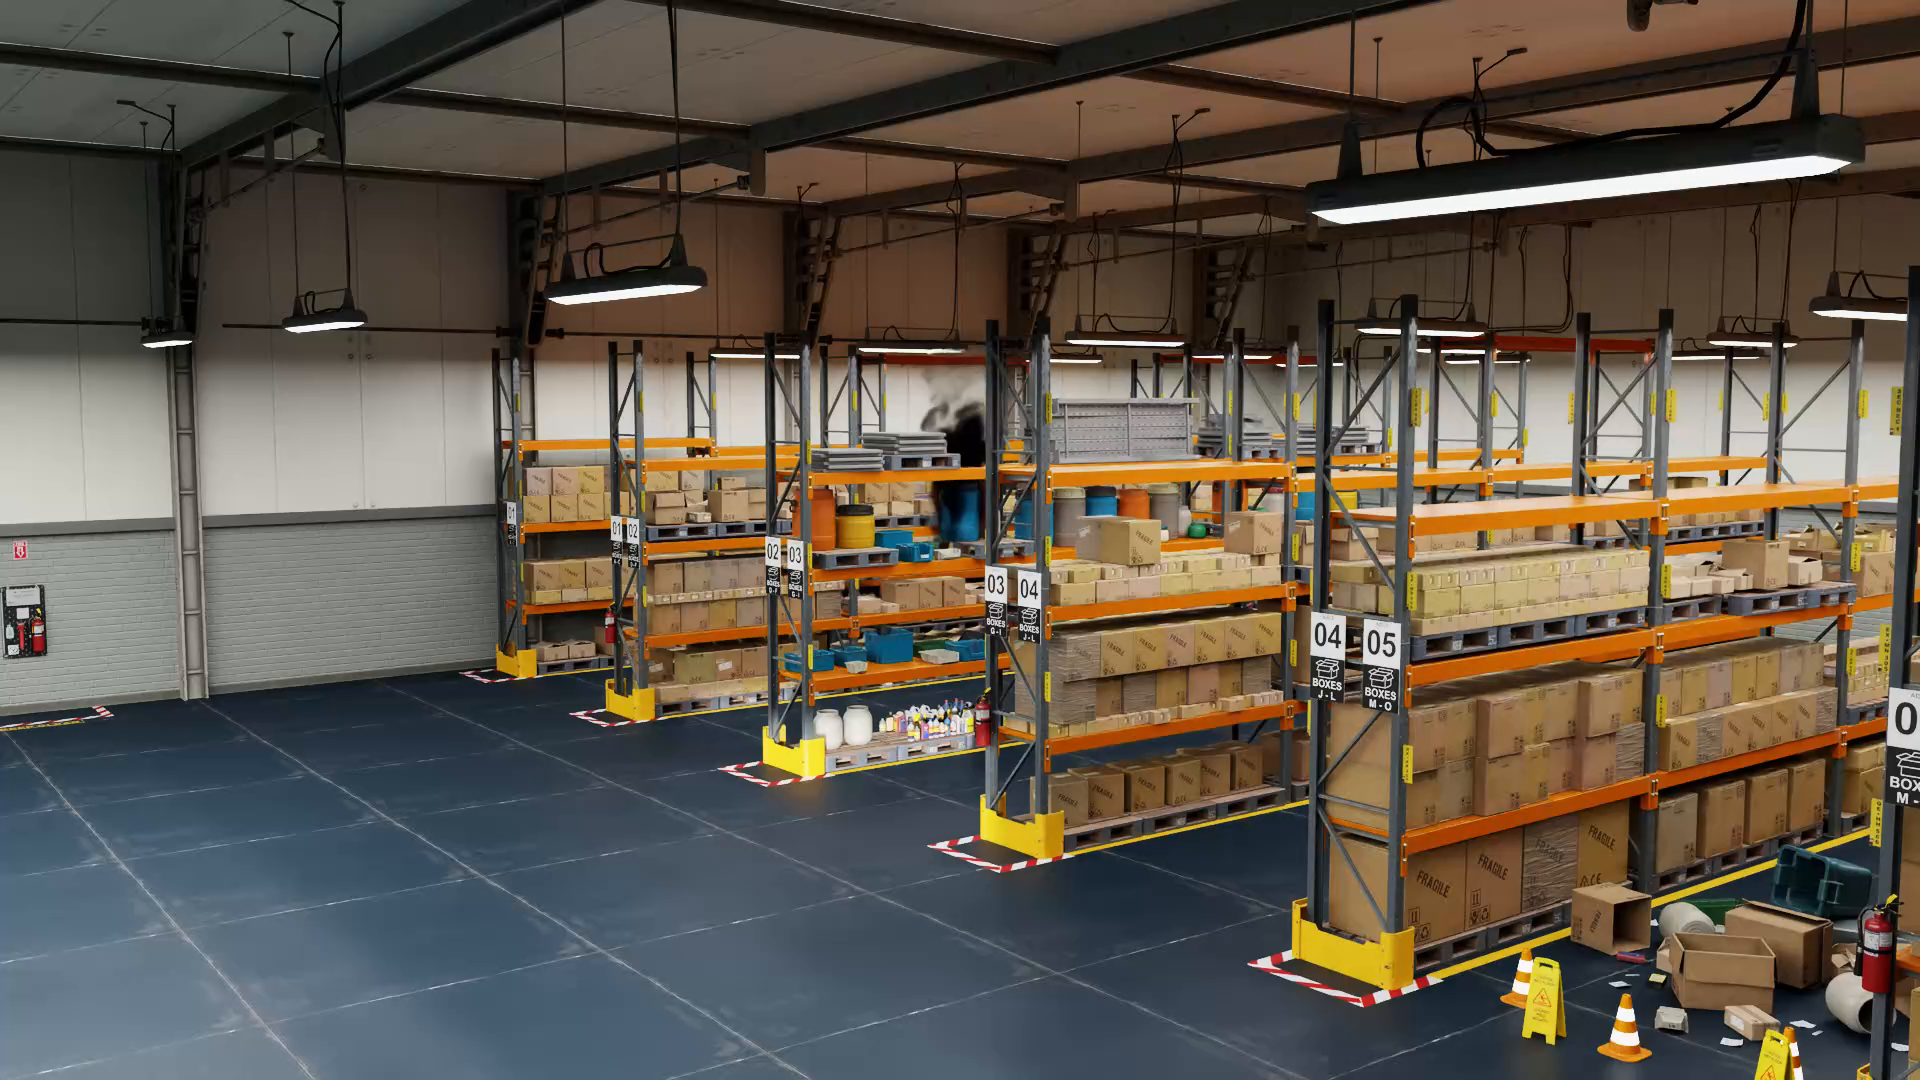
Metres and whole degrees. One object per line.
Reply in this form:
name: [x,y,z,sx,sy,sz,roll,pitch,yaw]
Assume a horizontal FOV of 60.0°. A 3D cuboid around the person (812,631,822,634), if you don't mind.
person: [-2.679,1.620,31.283,0.503,1.644,0.710,4,6,38]
